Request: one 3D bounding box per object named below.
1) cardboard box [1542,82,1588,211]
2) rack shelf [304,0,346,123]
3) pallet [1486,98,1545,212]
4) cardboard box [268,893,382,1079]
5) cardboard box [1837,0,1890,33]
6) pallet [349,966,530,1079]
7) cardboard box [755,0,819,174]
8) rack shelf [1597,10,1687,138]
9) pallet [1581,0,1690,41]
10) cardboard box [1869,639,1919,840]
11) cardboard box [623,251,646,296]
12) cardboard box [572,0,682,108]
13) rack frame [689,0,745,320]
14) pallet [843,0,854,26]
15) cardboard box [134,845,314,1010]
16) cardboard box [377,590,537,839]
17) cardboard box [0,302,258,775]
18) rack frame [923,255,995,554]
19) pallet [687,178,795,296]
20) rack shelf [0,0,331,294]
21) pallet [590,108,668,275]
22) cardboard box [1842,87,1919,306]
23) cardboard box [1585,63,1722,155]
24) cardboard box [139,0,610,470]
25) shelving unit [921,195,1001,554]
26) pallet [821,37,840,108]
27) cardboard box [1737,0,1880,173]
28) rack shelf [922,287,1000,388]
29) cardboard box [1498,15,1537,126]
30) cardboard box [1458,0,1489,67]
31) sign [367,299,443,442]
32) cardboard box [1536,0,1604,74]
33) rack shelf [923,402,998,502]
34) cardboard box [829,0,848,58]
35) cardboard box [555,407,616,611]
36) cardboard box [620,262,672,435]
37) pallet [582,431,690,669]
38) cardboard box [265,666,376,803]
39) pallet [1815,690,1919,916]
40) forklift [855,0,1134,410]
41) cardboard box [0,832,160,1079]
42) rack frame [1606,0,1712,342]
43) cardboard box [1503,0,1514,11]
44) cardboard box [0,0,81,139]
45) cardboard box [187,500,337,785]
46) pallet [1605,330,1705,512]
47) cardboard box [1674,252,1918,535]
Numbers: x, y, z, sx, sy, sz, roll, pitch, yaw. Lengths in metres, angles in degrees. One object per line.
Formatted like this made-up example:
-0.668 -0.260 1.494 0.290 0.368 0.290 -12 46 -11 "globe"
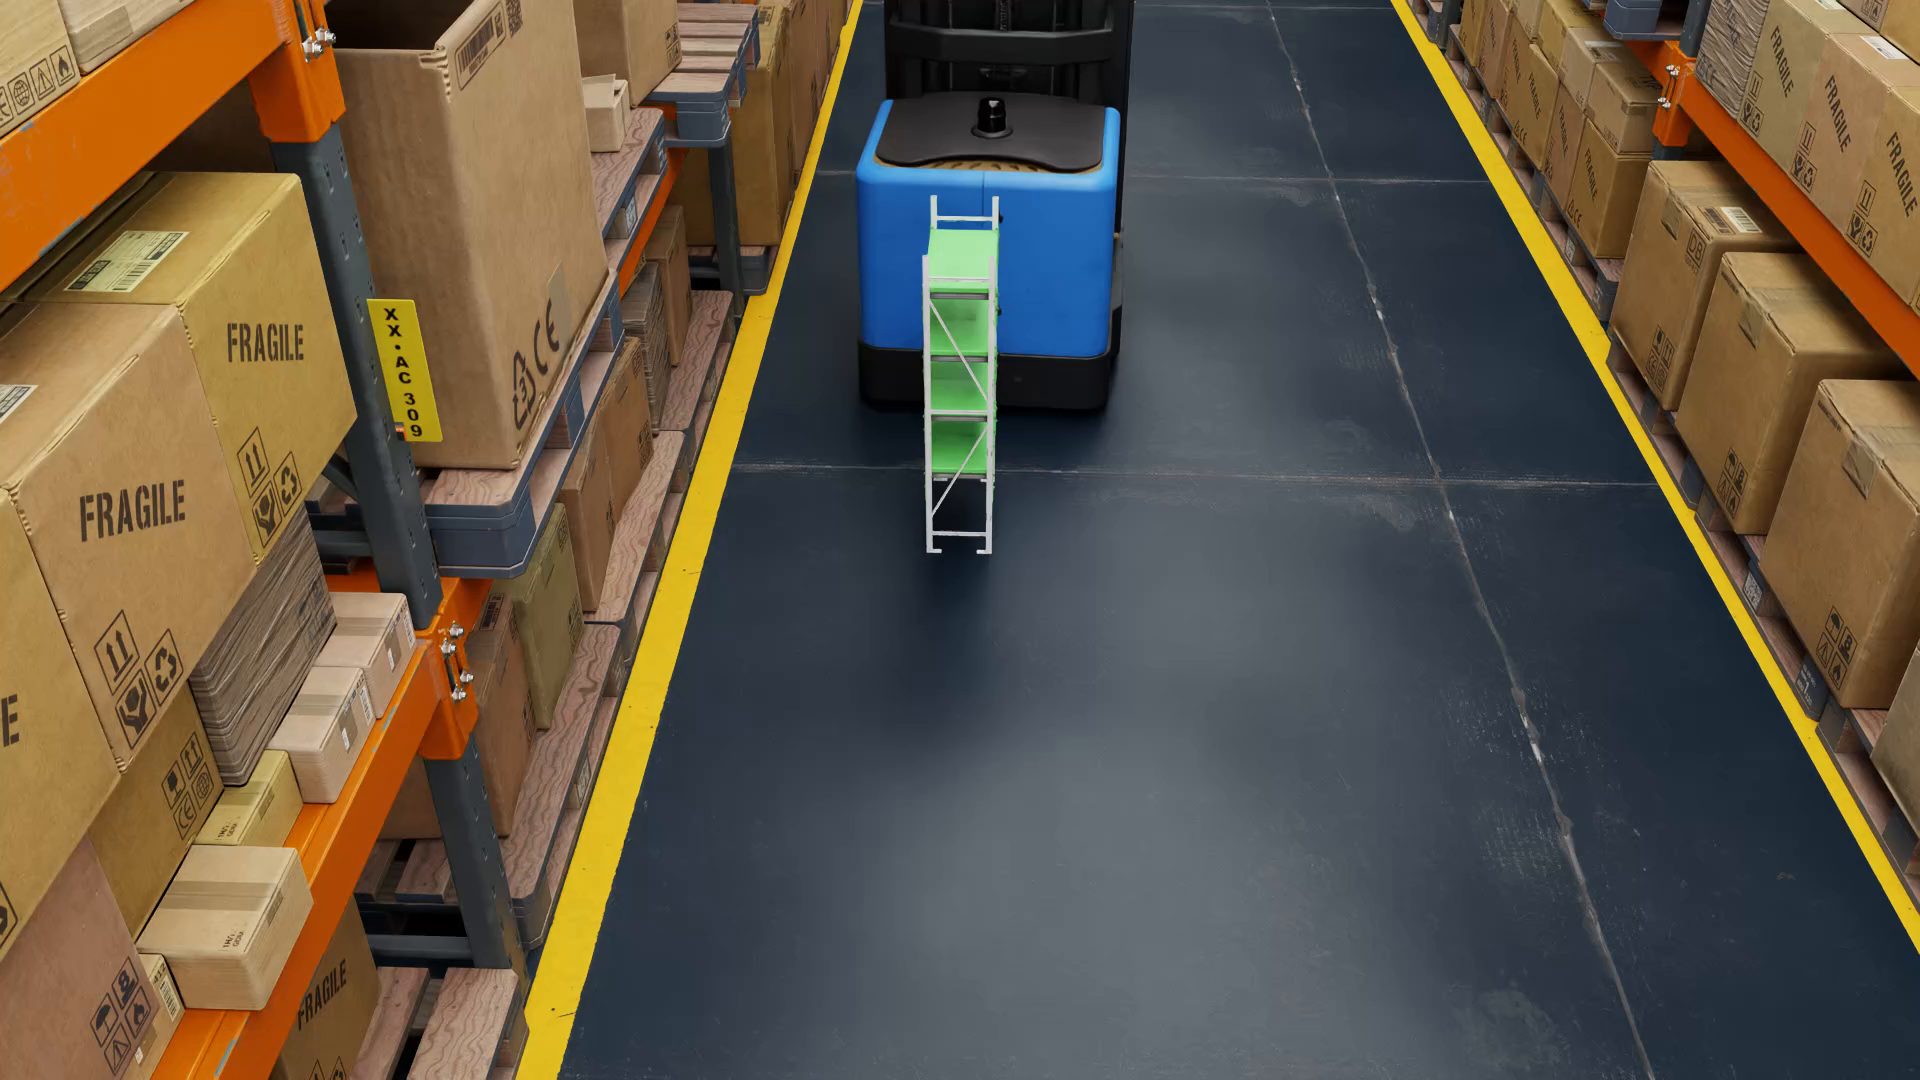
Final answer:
3.233 -1.951 8.226 0.500 0.500 0.500 3 35 4 "cardboard box"
-1.589 -2.076 4.612 1.077 0.370 4.000 1 35 2 "rack shelf"
3.527 -2.127 9.092 1.003 0.211 1.213 1 35 2 "pallet"
-1.726 1.086 3.905 0.500 0.500 0.500 0 35 0 "cardboard box"
3.396 -2.021 5.561 0.700 0.500 0.500 1 35 1 "cardboard box"
-1.661 1.534 3.884 1.003 0.211 1.213 1 35 2 "pallet"
-1.417 -2.503 8.685 1.225 0.875 0.875 1 35 2 "cardboard box"
3.523 -2.974 8.499 1.077 0.370 4.000 1 35 2 "rack shelf"
3.365 -2.453 7.298 1.213 0.211 1.003 1 35 2 "pallet"
3.217 0.568 4.424 1.050 0.750 0.750 1 35 2 "cardboard box"
-1.517 -1.066 6.297 0.500 0.250 0.500 5 35 7 "cardboard box"
-1.413 -1.871 5.851 0.700 0.500 0.500 6 36 9 "cardboard box"
-1.509 -2.292 6.903 1.000 3.000 0.127 1 35 2 "rack frame"
-1.240 -3.884 11.594 1.003 0.211 1.213 1 35 2 "pallet"
-1.373 0.671 2.905 0.380 0.149 0.250 1 35 2 "cardboard box"
-1.624 0.496 4.726 0.700 0.500 0.500 -1 35 -2 "cardboard box"
-1.432 -0.014 2.445 0.500 0.500 0.500 1 35 2 "cardboard box"
-0.003 -0.446 5.841 0.240 1.200 0.015 1 35 2 "rack frame"
-1.402 -1.603 8.347 1.003 0.211 1.213 1 35 2 "pallet"
-1.750 0.222 1.342 1.077 0.370 4.000 1 35 2 "rack shelf"
-1.548 -1.075 5.338 1.003 0.211 1.213 1 35 2 "pallet"
3.095 -1.041 5.035 0.500 0.500 0.500 1 35 1 "cardboard box"
3.208 -1.974 7.607 0.500 0.250 0.500 1 35 1 "cardboard box"
-1.498 -0.865 3.984 1.000 1.000 1.000 2 35 2 "cardboard box"
0.007 -0.586 6.040 0.258 1.200 0.503 1 35 2 "shelving unit"
-1.304 -3.004 10.341 1.003 0.211 1.213 1 35 2 "pallet"
3.137 -1.617 5.855 0.500 0.500 0.500 1 35 1 "cardboard box"
0.007 -0.730 5.939 0.258 0.148 0.480 1 35 2 "rack shelf"
3.282 -2.543 9.069 0.500 0.500 0.500 2 35 3 "cardboard box"
3.309 -3.148 9.930 0.500 0.500 0.500 3 35 4 "cardboard box"
-1.127 -0.340 3.372 0.100 0.325 0.005 1 35 2 "sign"
3.254 -2.556 8.435 0.500 0.250 0.500 2 35 3 "cardboard box"
0.007 -0.337 6.215 0.258 0.148 0.480 1 35 2 "rack shelf"
-1.354 -3.525 10.139 1.225 0.875 0.875 1 35 2 "cardboard box"
-1.564 -0.099 5.573 0.700 0.500 0.500 -2 35 -2 "cardboard box"
-1.526 -0.745 6.493 0.700 0.500 0.500 -1 35 -2 "cardboard box"
-1.594 -0.003 6.071 1.003 0.211 1.213 1 35 2 "pallet"
-1.404 0.382 3.316 0.380 0.149 0.250 1 35 2 "cardboard box"
3.238 0.874 4.822 1.003 0.211 1.213 1 35 2 "pallet"
0.237 -2.571 7.359 1.130 2.935 3.031 3 35 5 "forklift"
-1.724 0.677 2.333 0.875 0.500 0.500 1 35 2 "cardboard box"
3.443 -2.120 6.657 1.000 3.000 0.127 1 35 2 "rack frame"
3.291 -3.149 9.279 0.500 0.250 0.500 2 35 3 "cardboard box"
-1.459 -0.592 2.006 0.500 0.250 0.500 2 35 3 "cardboard box"
-1.750 0.100 3.153 0.875 0.500 0.500 1 35 2 "cardboard box"
3.336 -0.527 6.817 1.003 0.211 1.213 1 35 2 "pallet"
3.297 -0.521 5.974 1.050 0.750 0.750 2 35 3 "cardboard box"
